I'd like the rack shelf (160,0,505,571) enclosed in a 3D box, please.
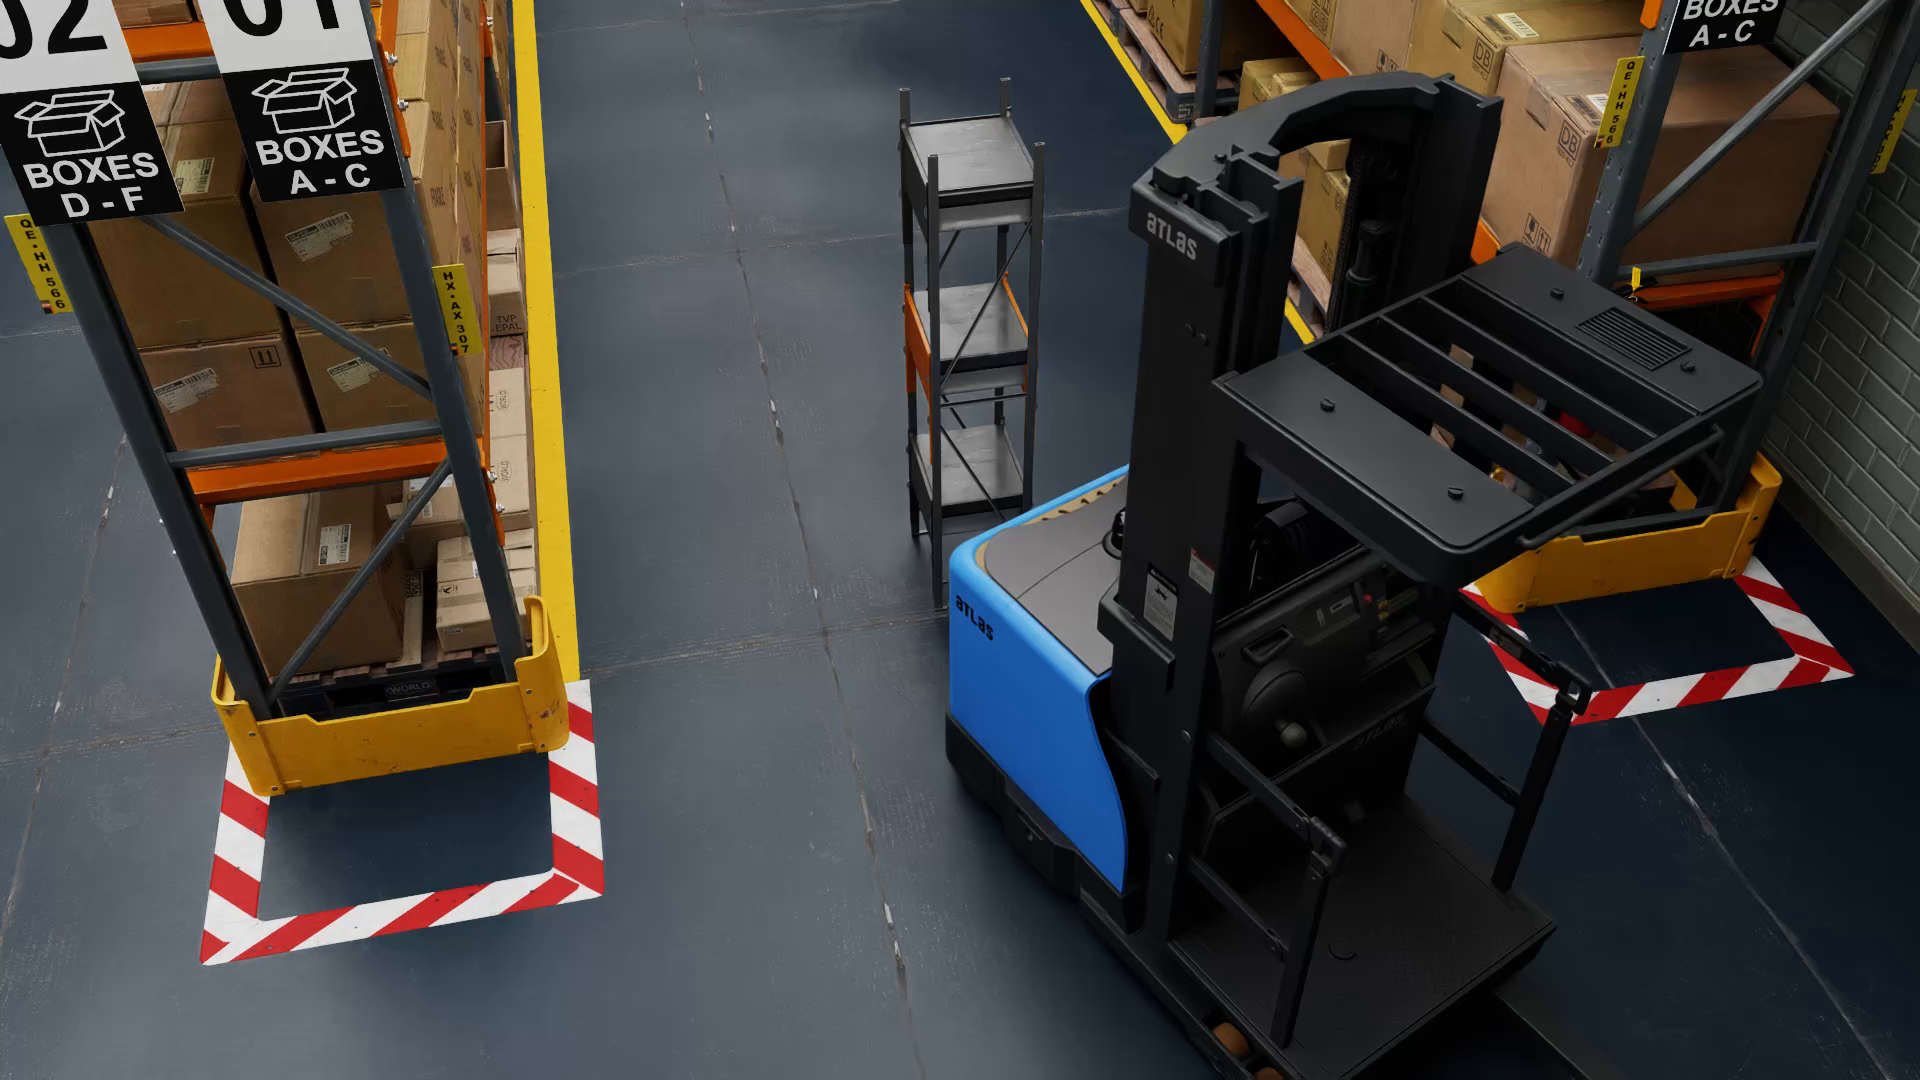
[{"bbox_3d":[-2.514,-1.333,7.034,1.077,0.370,4.000,-8,42,-9],"label":"rack shelf"}]

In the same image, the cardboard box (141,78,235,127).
[{"bbox_3d":[-2.557,-1.293,5.619,0.500,0.500,0.500,-7,42,-8],"label":"cardboard box"}]

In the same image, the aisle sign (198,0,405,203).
[{"bbox_3d":[-1.781,-1.275,4.469,0.394,0.787,0.004,-8,42,-9],"label":"aisle sign"}]

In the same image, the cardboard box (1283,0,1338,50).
[{"bbox_3d":[2.144,-2.895,8.025,0.980,0.700,0.700,-9,42,-10],"label":"cardboard box"}]

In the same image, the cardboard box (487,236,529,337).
[{"bbox_3d":[-2.384,-1.242,8.084,0.500,0.311,0.500,-8,42,-9],"label":"cardboard box"}]

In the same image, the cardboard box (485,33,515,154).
[{"bbox_3d":[-2.812,-2.476,9.332,0.500,0.500,0.500,-10,43,-11],"label":"cardboard box"}]

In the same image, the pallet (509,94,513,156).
[{"bbox_3d":[-3.158,-2.377,9.769,1.003,0.211,1.213,-8,42,-9],"label":"pallet"}]

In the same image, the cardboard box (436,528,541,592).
[{"bbox_3d":[-1.891,0.107,6.673,0.380,0.166,0.250,-8,42,-9],"label":"cardboard box"}]

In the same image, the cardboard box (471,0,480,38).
[{"bbox_3d":[-2.587,-2.648,7.899,0.500,0.500,0.500,-8,42,-9],"label":"cardboard box"}]

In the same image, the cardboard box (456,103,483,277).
[{"bbox_3d":[-2.142,-1.328,6.411,0.500,0.500,0.500,-8,42,-9],"label":"cardboard box"}]

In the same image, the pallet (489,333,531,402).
[{"bbox_3d":[-2.531,-0.618,7.787,1.003,0.211,1.213,-8,42,-9],"label":"pallet"}]

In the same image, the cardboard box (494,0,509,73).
[{"bbox_3d":[-3.038,-3.146,10.086,0.500,0.500,0.500,-8,42,-9],"label":"cardboard box"}]

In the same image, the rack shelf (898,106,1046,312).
[{"bbox_3d":[0.036,-1.191,5.976,0.431,0.518,0.480,-8,42,-9],"label":"rack shelf"}]

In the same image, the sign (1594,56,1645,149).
[{"bbox_3d":[2.221,-1.470,5.596,0.100,0.325,0.005,-8,42,-9],"label":"sign"}]

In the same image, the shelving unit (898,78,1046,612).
[{"bbox_3d":[0.036,-0.678,6.432,0.431,2.100,0.503,-8,42,-9],"label":"shelving unit"}]

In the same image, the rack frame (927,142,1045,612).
[{"bbox_3d":[0.088,-0.520,6.254,0.400,2.100,0.015,-8,42,-9],"label":"rack frame"}]

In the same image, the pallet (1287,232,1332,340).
[{"bbox_3d":[2.245,-1.271,8.523,1.003,0.211,1.213,-8,42,-9],"label":"pallet"}]

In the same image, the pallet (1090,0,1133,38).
[{"bbox_3d":[1.384,-3.849,11.427,1.003,0.211,1.213,-8,42,-9],"label":"pallet"}]

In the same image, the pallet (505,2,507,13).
[{"bbox_3d":[-3.685,-3.959,11.551,1.003,0.211,1.213,-8,42,-9],"label":"pallet"}]

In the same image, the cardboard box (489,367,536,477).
[{"bbox_3d":[-2.138,-0.483,7.274,0.500,0.250,0.500,-8,42,-9],"label":"cardboard box"}]

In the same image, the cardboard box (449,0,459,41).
[{"bbox_3d":[-2.362,-2.360,6.821,0.500,0.500,0.500,-8,42,-9],"label":"cardboard box"}]

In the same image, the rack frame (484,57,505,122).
[{"bbox_3d":[-2.945,-2.898,8.255,1.000,3.000,0.127,-8,42,-9],"label":"rack frame"}]

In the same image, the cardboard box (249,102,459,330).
[{"bbox_3d":[-1.920,-1.042,5.336,0.500,0.500,0.500,-7,42,-8],"label":"cardboard box"}]

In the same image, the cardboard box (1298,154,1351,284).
[{"bbox_3d":[2.166,-1.674,8.443,0.700,0.500,0.500,-7,42,-8],"label":"cardboard box"}]

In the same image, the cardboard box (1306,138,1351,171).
[{"bbox_3d":[1.961,-1.989,8.310,0.380,0.149,0.250,-9,42,-11],"label":"cardboard box"}]

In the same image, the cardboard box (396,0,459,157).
[{"bbox_3d":[-2.144,-1.705,6.083,0.500,0.500,0.500,-8,42,-9],"label":"cardboard box"}]

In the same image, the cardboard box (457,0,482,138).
[{"bbox_3d":[-2.361,-1.982,7.148,0.500,0.500,0.500,-7,42,-8],"label":"cardboard box"}]

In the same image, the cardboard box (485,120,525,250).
[{"bbox_3d":[-2.545,-1.799,8.569,0.500,0.500,0.500,-8,42,-9],"label":"cardboard box"}]

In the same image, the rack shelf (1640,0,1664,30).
[{"bbox_3d":[2.322,-3.167,6.840,1.077,0.370,4.000,-8,42,-9],"label":"rack shelf"}]

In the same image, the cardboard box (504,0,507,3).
[{"bbox_3d":[-3.266,-3.813,10.837,0.500,0.500,0.500,-10,43,-11],"label":"cardboard box"}]

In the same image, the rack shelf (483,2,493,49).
[{"bbox_3d":[-3.377,-3.926,9.955,1.077,0.370,4.000,-8,42,-9],"label":"rack shelf"}]

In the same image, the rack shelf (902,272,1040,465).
[{"bbox_3d":[0.036,-0.668,6.441,0.431,0.518,0.480,-8,42,-9],"label":"rack shelf"}]

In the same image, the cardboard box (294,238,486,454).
[{"bbox_3d":[-1.920,-0.668,5.668,0.500,0.500,0.500,-8,42,-8],"label":"cardboard box"}]

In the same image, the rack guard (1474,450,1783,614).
[{"bbox_3d":[2.759,-0.067,6.949,1.175,0.500,0.348,-8,42,-9],"label":"rack guard"}]

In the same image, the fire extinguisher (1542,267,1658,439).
[{"bbox_3d":[2.336,-0.685,6.102,0.296,0.674,0.183,-8,42,-9],"label":"fire extinguisher"}]

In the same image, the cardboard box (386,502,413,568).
[{"bbox_3d":[-2.440,-0.003,6.797,0.380,0.166,0.250,-8,42,-9],"label":"cardboard box"}]

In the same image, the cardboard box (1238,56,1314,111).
[{"bbox_3d":[1.952,-2.333,9.186,0.700,0.500,0.500,-8,42,-9],"label":"cardboard box"}]

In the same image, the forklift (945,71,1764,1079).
[{"bbox_3d":[1.210,0.349,4.649,1.130,2.935,3.031,-25,47,-26],"label":"forklift"}]

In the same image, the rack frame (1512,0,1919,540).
[{"bbox_3d":[2.754,-1.018,6.137,1.000,3.000,0.127,-8,42,-9],"label":"rack frame"}]

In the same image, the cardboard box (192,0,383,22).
[{"bbox_3d":[-1.945,-1.740,4.805,0.500,0.250,0.500,-8,42,-9],"label":"cardboard box"}]

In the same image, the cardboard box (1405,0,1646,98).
[{"bbox_3d":[2.466,-1.929,6.938,0.980,0.700,0.700,-9,42,-10],"label":"cardboard box"}]

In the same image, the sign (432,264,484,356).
[{"bbox_3d":[-1.552,-0.707,5.135,0.100,0.325,0.005,-8,42,-9],"label":"sign"}]

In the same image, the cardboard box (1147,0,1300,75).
[{"bbox_3d":[1.623,-3.366,10.086,0.750,0.750,0.750,-8,42,-9],"label":"cardboard box"}]
